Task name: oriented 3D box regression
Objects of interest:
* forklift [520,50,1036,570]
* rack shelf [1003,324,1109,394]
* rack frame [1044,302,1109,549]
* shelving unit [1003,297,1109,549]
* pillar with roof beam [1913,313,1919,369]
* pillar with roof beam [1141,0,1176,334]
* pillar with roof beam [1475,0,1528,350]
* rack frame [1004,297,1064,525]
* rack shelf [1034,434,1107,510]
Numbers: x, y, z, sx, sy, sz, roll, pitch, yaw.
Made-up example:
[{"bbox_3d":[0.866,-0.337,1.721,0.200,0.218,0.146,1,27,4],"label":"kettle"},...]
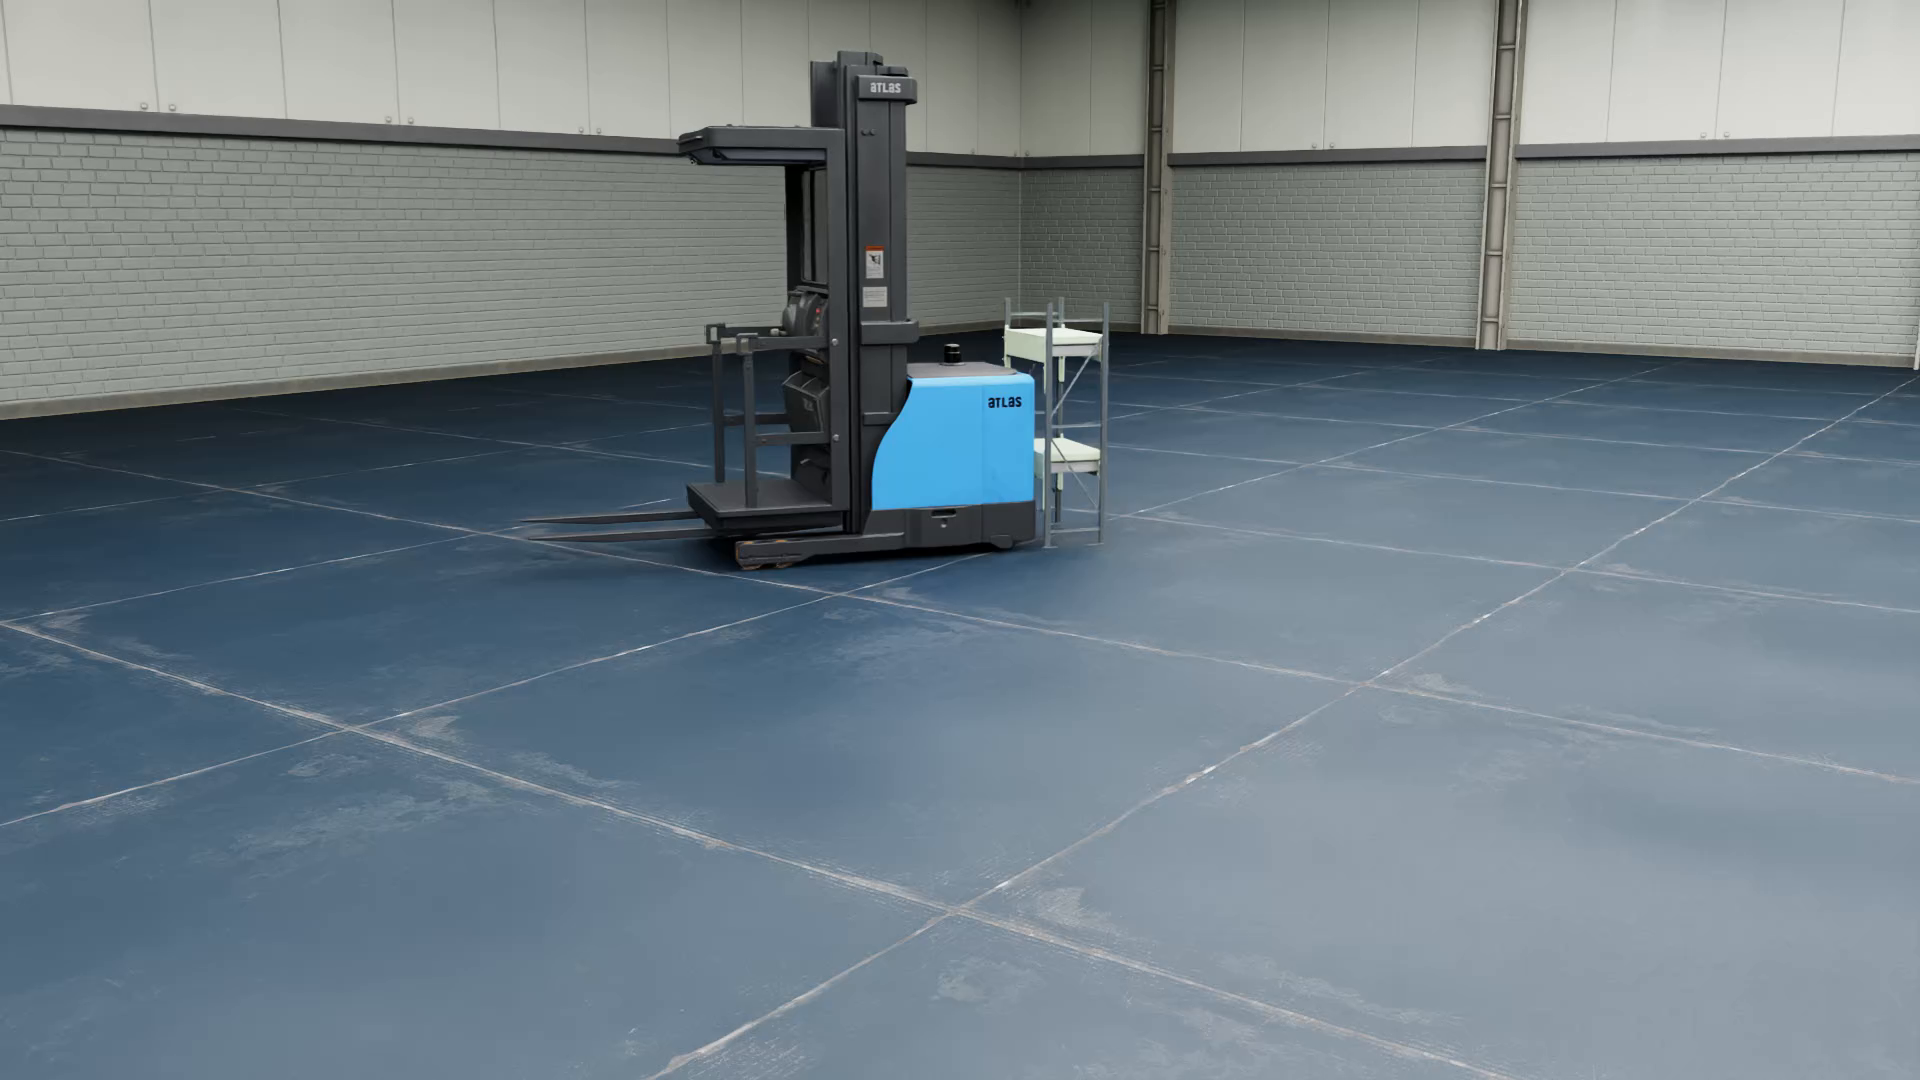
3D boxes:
[{"bbox_3d":[-1.108,-1.377,9.929,3.031,2.935,1.130,-4,12,-18],"label":"forklift"},{"bbox_3d":[0.595,-1.144,10.440,0.431,0.370,0.720,-4,12,-18],"label":"rack shelf"},{"bbox_3d":[0.711,-0.695,10.173,0.400,1.500,0.023,-4,12,-18],"label":"rack frame"},{"bbox_3d":[0.595,-0.761,10.514,0.431,1.500,0.755,-4,12,-18],"label":"shelving unit"},{"bbox_3d":[10.566,-6.063,18.179,0.400,9.000,9.100,8,13,36],"label":"pillar with roof beam"},{"bbox_3d":[0.894,-7.412,25.153,0.400,9.000,9.100,8,13,36],"label":"pillar with roof beam"},{"bbox_3d":[5.730,-6.738,21.666,0.400,9.000,9.100,8,13,36],"label":"pillar with roof beam"},{"bbox_3d":[0.480,-0.827,10.855,0.400,1.500,0.023,-4,12,-18],"label":"rack frame"},{"bbox_3d":[0.595,-0.441,10.576,0.431,0.370,0.720,-4,12,-18],"label":"rack shelf"}]
